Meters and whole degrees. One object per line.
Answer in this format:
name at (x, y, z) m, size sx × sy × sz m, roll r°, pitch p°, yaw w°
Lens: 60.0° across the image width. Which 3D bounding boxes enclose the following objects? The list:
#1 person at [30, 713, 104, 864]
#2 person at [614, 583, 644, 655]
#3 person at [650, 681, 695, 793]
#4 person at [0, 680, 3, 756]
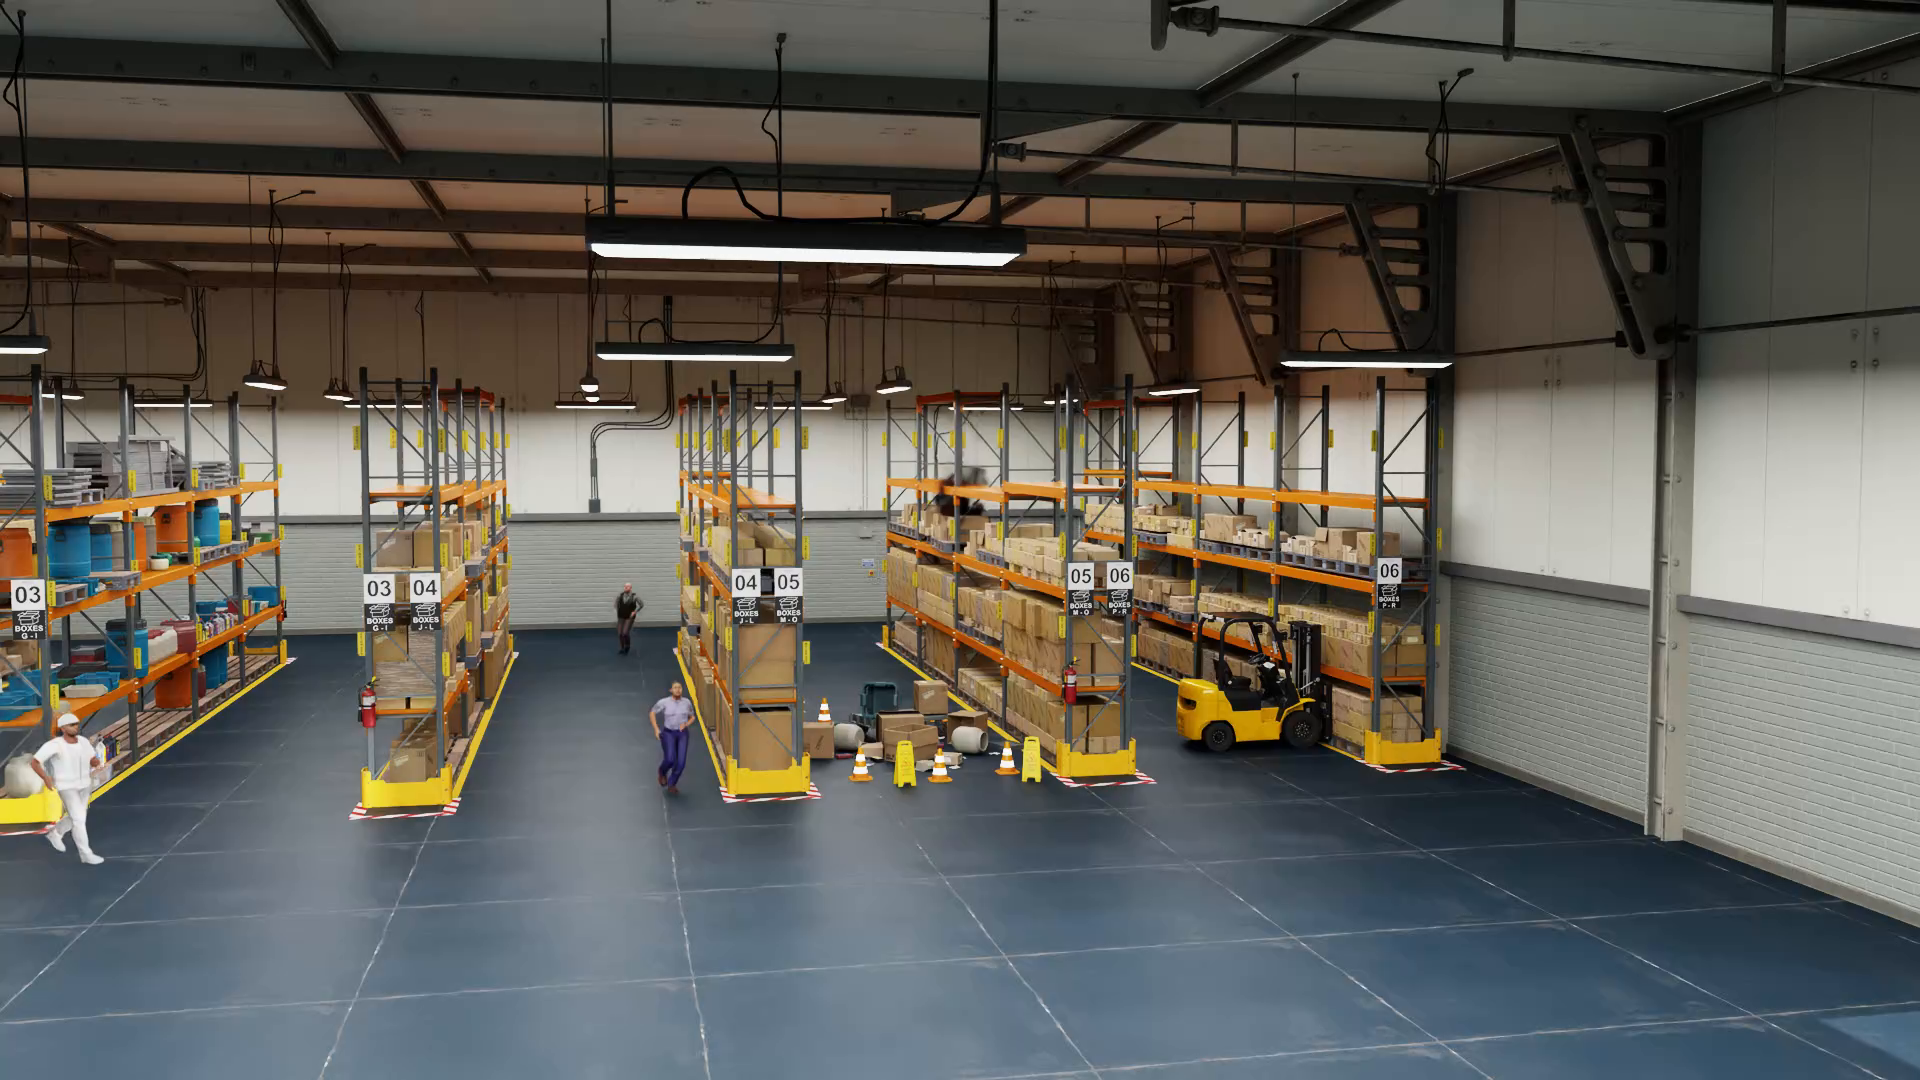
person at (-10.529, 2.924, 19.715) m, size 0.987 × 1.745 × 0.706 m, roll 1°, pitch 4°, yaw 19°
person at (-7.795, 1.852, 38.877) m, size 0.667 × 1.705 × 0.663 m, roll 1°, pitch 4°, yaw 15°
person at (-4.046, 2.840, 23.649) m, size 0.604 × 1.507 × 0.522 m, roll -2°, pitch 4°, yaw -30°
person at (-14.551, 2.617, 24.714) m, size 0.680 × 1.812 × 1.001 m, roll -1°, pitch 3°, yaw -13°
